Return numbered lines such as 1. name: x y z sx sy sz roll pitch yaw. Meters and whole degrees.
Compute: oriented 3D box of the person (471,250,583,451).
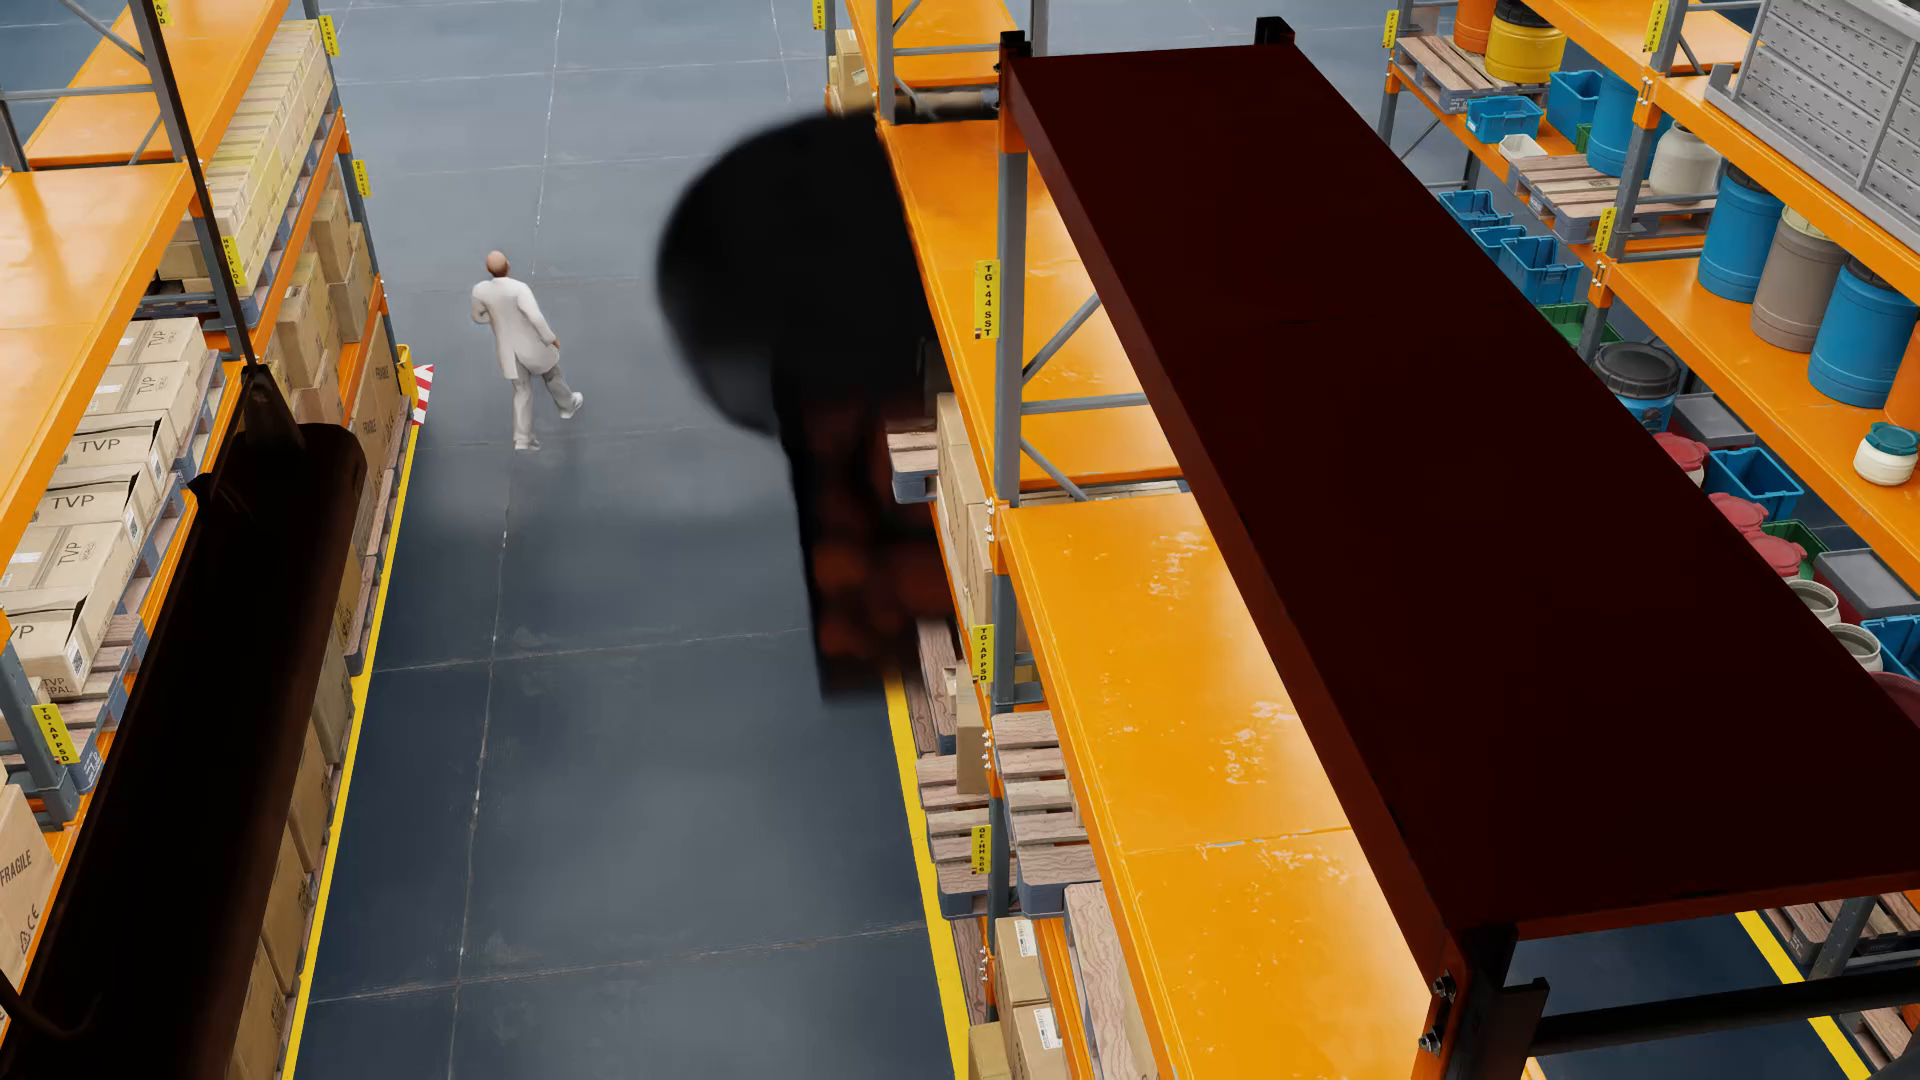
1. person: -3.738 -1.648 14.097 0.738 1.723 1.124 3 36 4
